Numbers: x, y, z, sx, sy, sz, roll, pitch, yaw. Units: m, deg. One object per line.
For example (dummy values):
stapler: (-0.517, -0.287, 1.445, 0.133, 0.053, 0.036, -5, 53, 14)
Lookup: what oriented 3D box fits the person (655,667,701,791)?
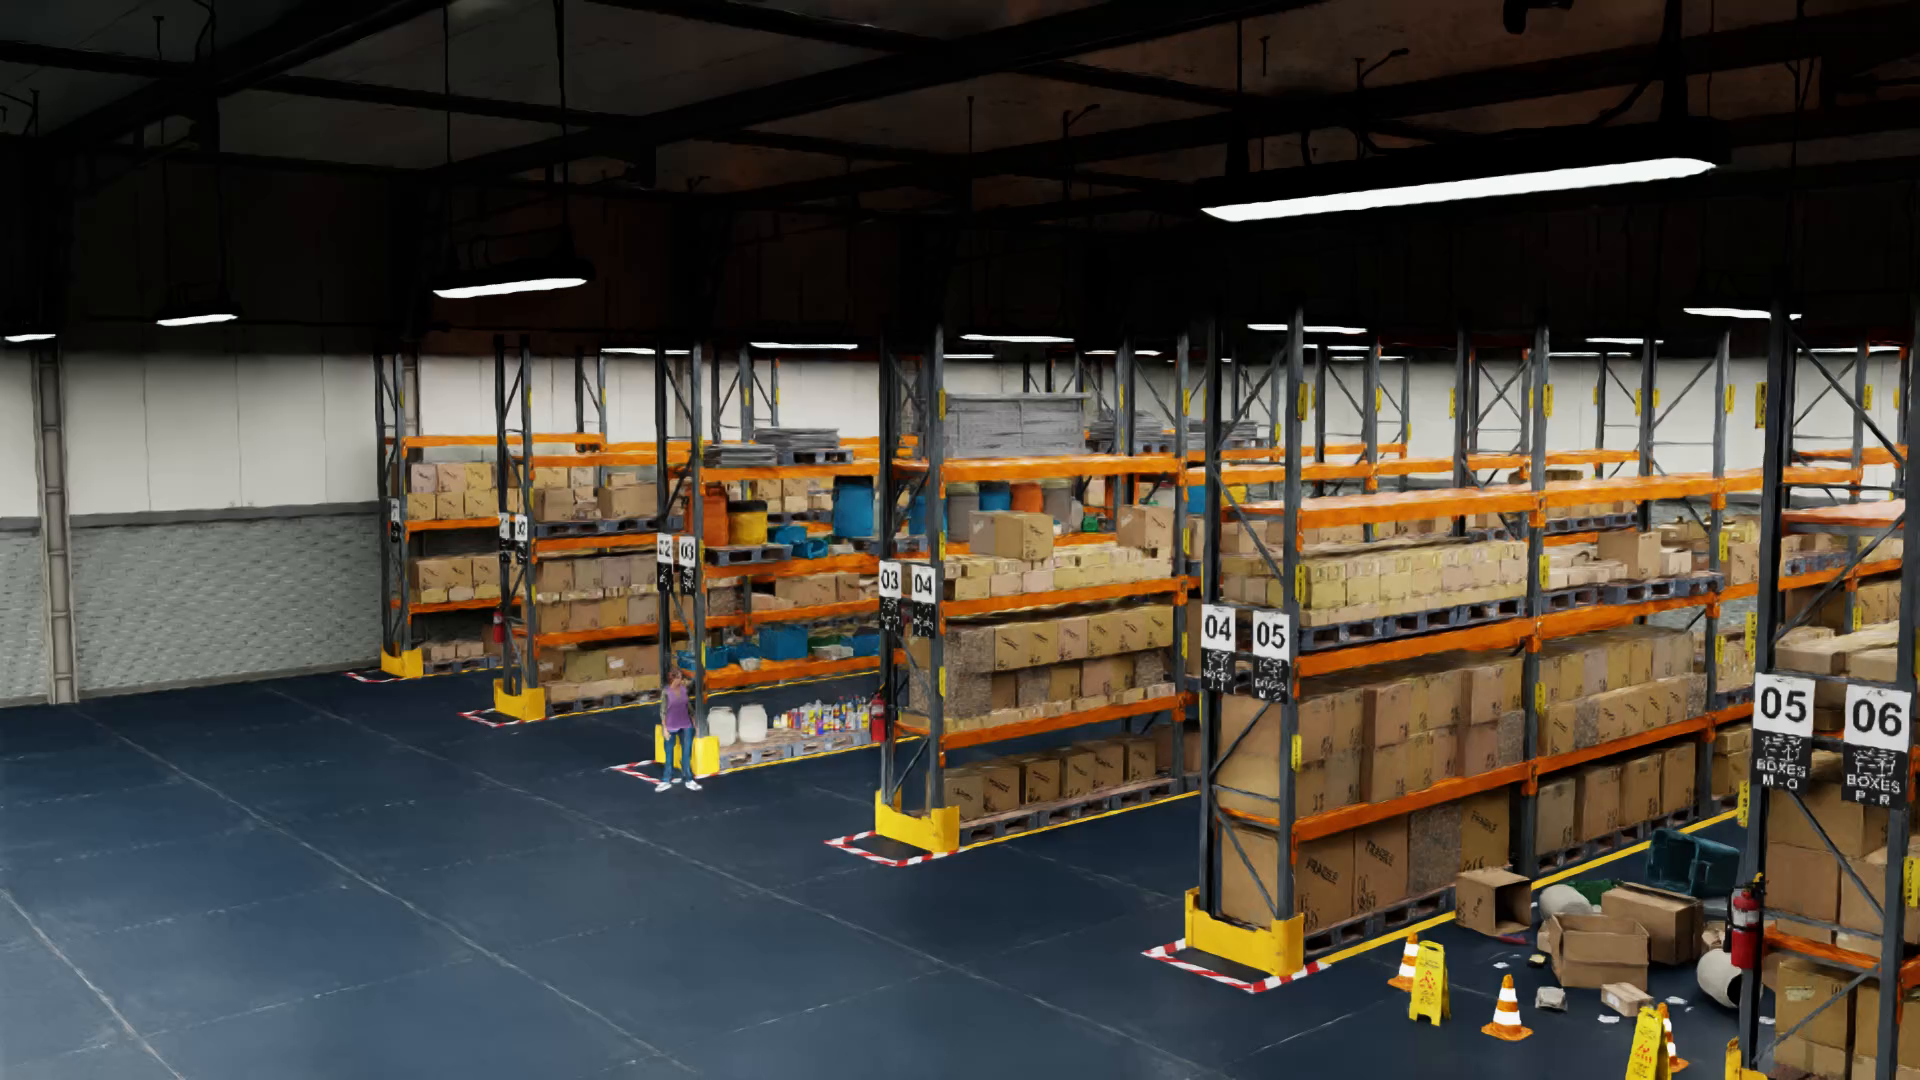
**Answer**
person: (-3.631, 2.422, 21.301, 0.578, 1.588, 0.345, -3, 6, -31)
